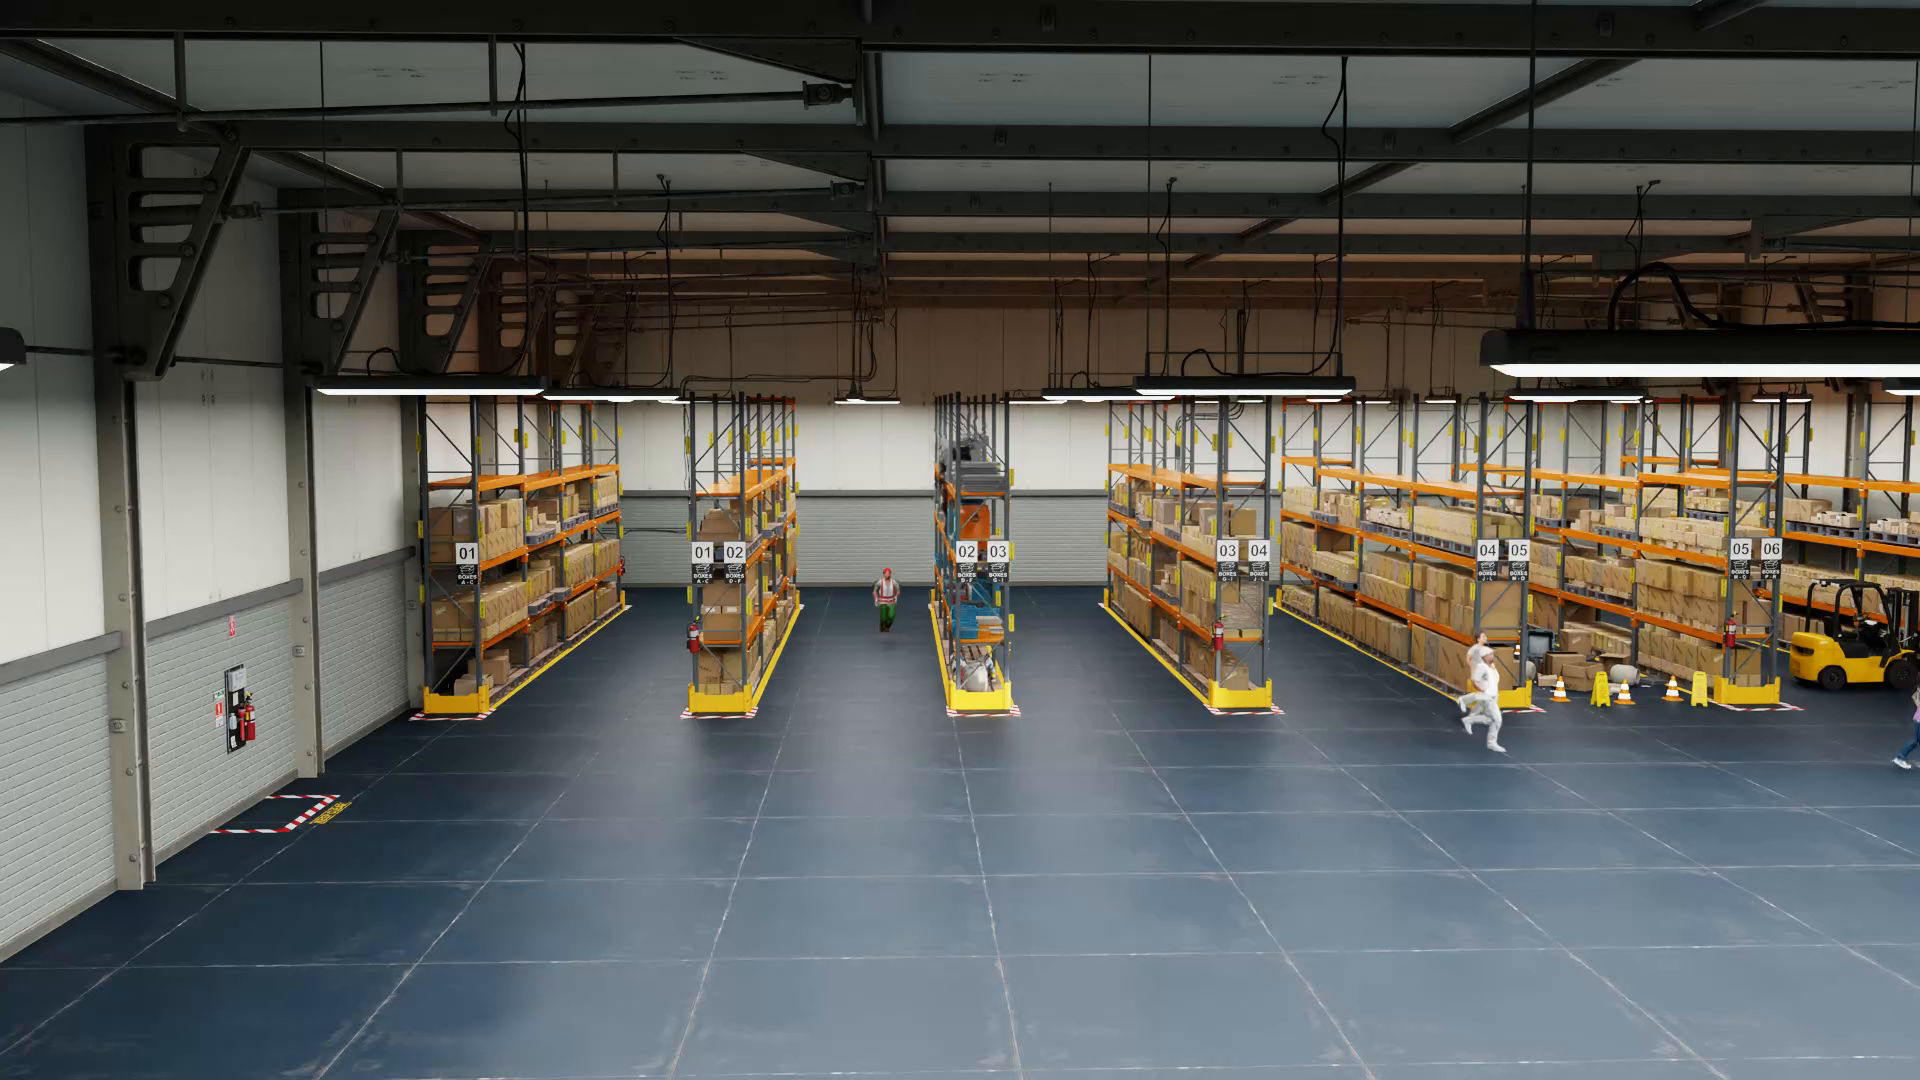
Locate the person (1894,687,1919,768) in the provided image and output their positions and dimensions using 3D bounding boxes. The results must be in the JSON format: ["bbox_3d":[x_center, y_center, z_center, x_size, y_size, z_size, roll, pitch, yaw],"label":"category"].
[{"bbox_3d":[15.004,2.850,25.941,0.731,1.637,0.524,4,6,44],"label":"person"}]

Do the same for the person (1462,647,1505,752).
[{"bbox_3d":[8.769,2.643,27.819,0.724,1.736,0.698,3,5,30],"label":"person"}]

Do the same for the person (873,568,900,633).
[{"bbox_3d":[-1.747,1.467,40.113,0.656,1.595,0.686,-1,5,-11],"label":"person"}]

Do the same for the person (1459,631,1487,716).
[{"bbox_3d":[9.514,2.469,30.574,0.551,1.596,0.588,4,6,42],"label":"person"}]
